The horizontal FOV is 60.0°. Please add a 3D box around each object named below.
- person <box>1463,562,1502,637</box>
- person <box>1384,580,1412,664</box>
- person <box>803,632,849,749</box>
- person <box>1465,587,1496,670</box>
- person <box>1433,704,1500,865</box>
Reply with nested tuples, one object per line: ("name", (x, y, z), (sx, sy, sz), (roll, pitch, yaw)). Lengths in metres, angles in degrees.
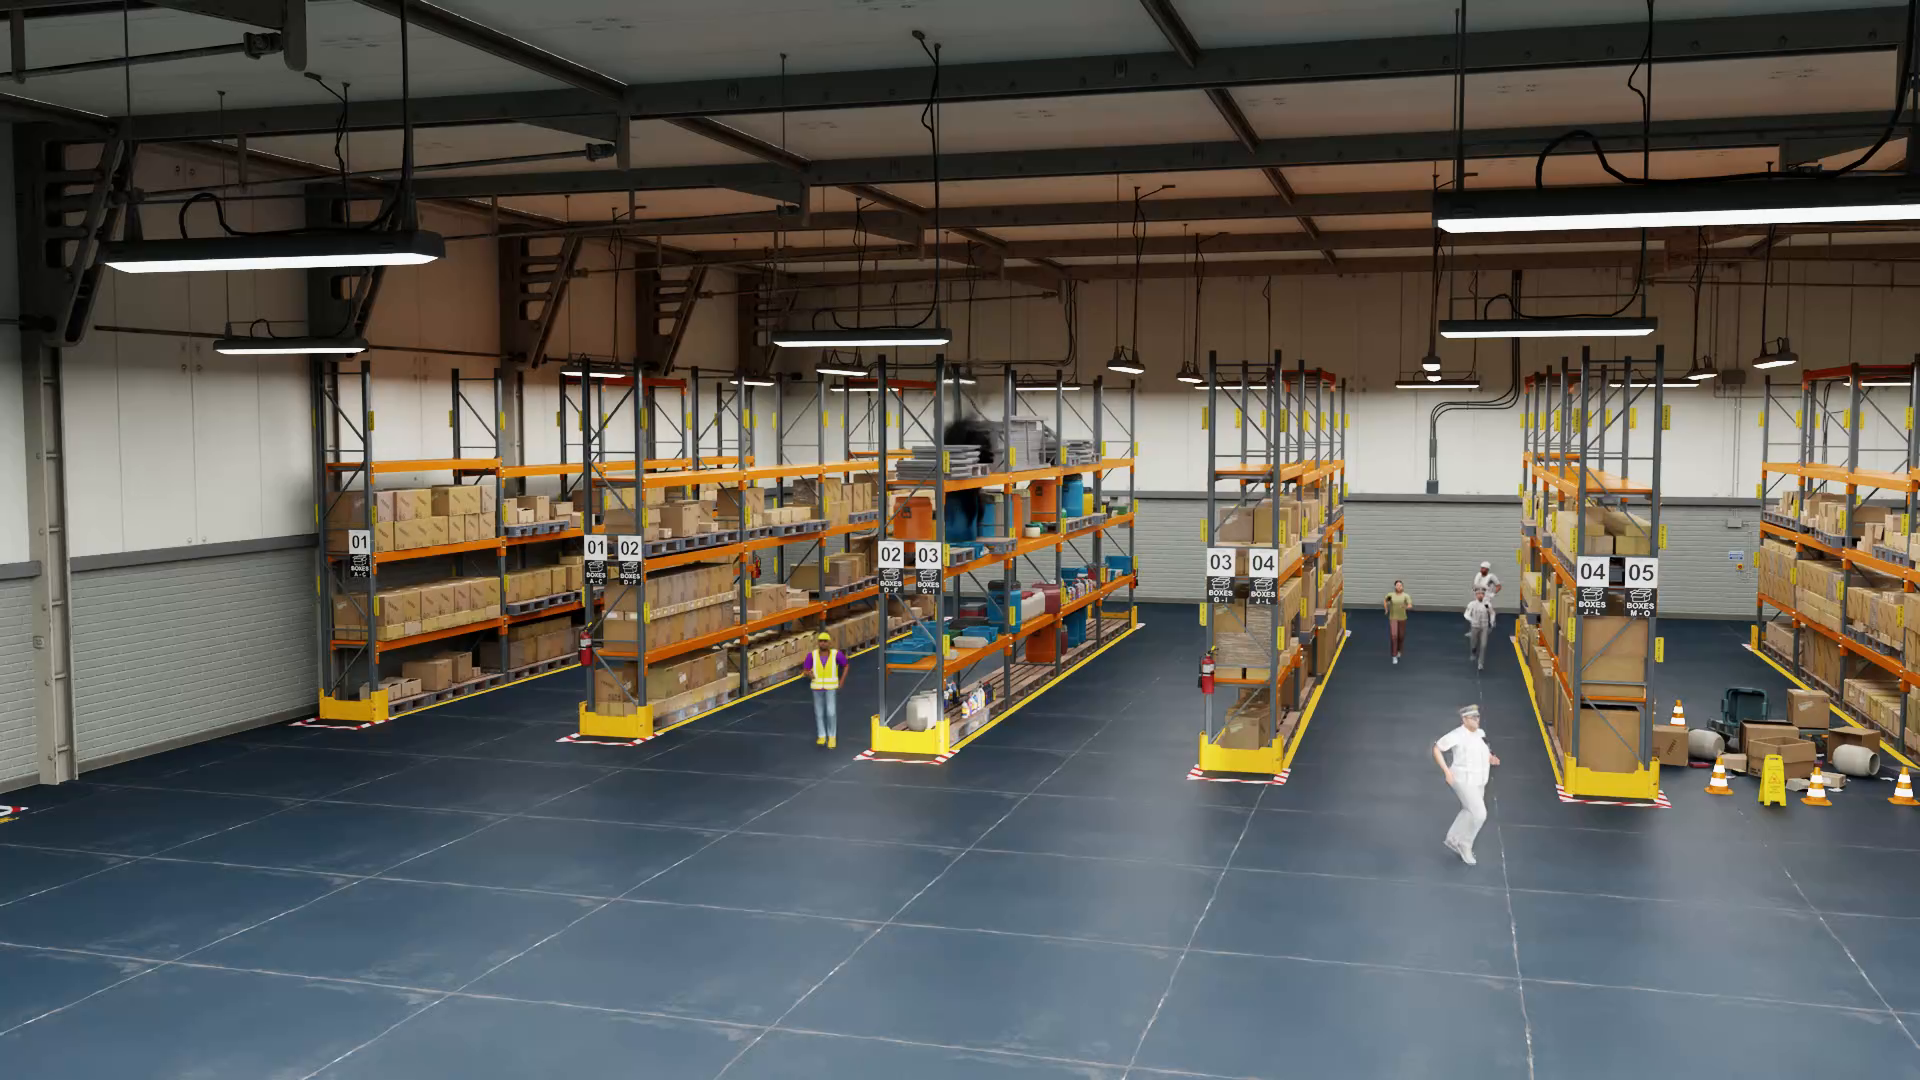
("person", (12.165, 1.377, 38.537), (0.884, 1.756, 0.719), (-2, 4, -23))
("person", (9.113, 1.680, 34.589), (0.557, 1.702, 0.880), (1, 4, 8))
("person", (-2.066, 2.318, 25.467), (0.695, 1.810, 0.635), (0, 4, 2))
("person", (10.538, 1.766, 33.676), (0.623, 1.657, 0.736), (1, 4, 12))
("person", (5.810, 2.776, 18.935), (0.635, 1.828, 0.744), (-3, 5, -37))
